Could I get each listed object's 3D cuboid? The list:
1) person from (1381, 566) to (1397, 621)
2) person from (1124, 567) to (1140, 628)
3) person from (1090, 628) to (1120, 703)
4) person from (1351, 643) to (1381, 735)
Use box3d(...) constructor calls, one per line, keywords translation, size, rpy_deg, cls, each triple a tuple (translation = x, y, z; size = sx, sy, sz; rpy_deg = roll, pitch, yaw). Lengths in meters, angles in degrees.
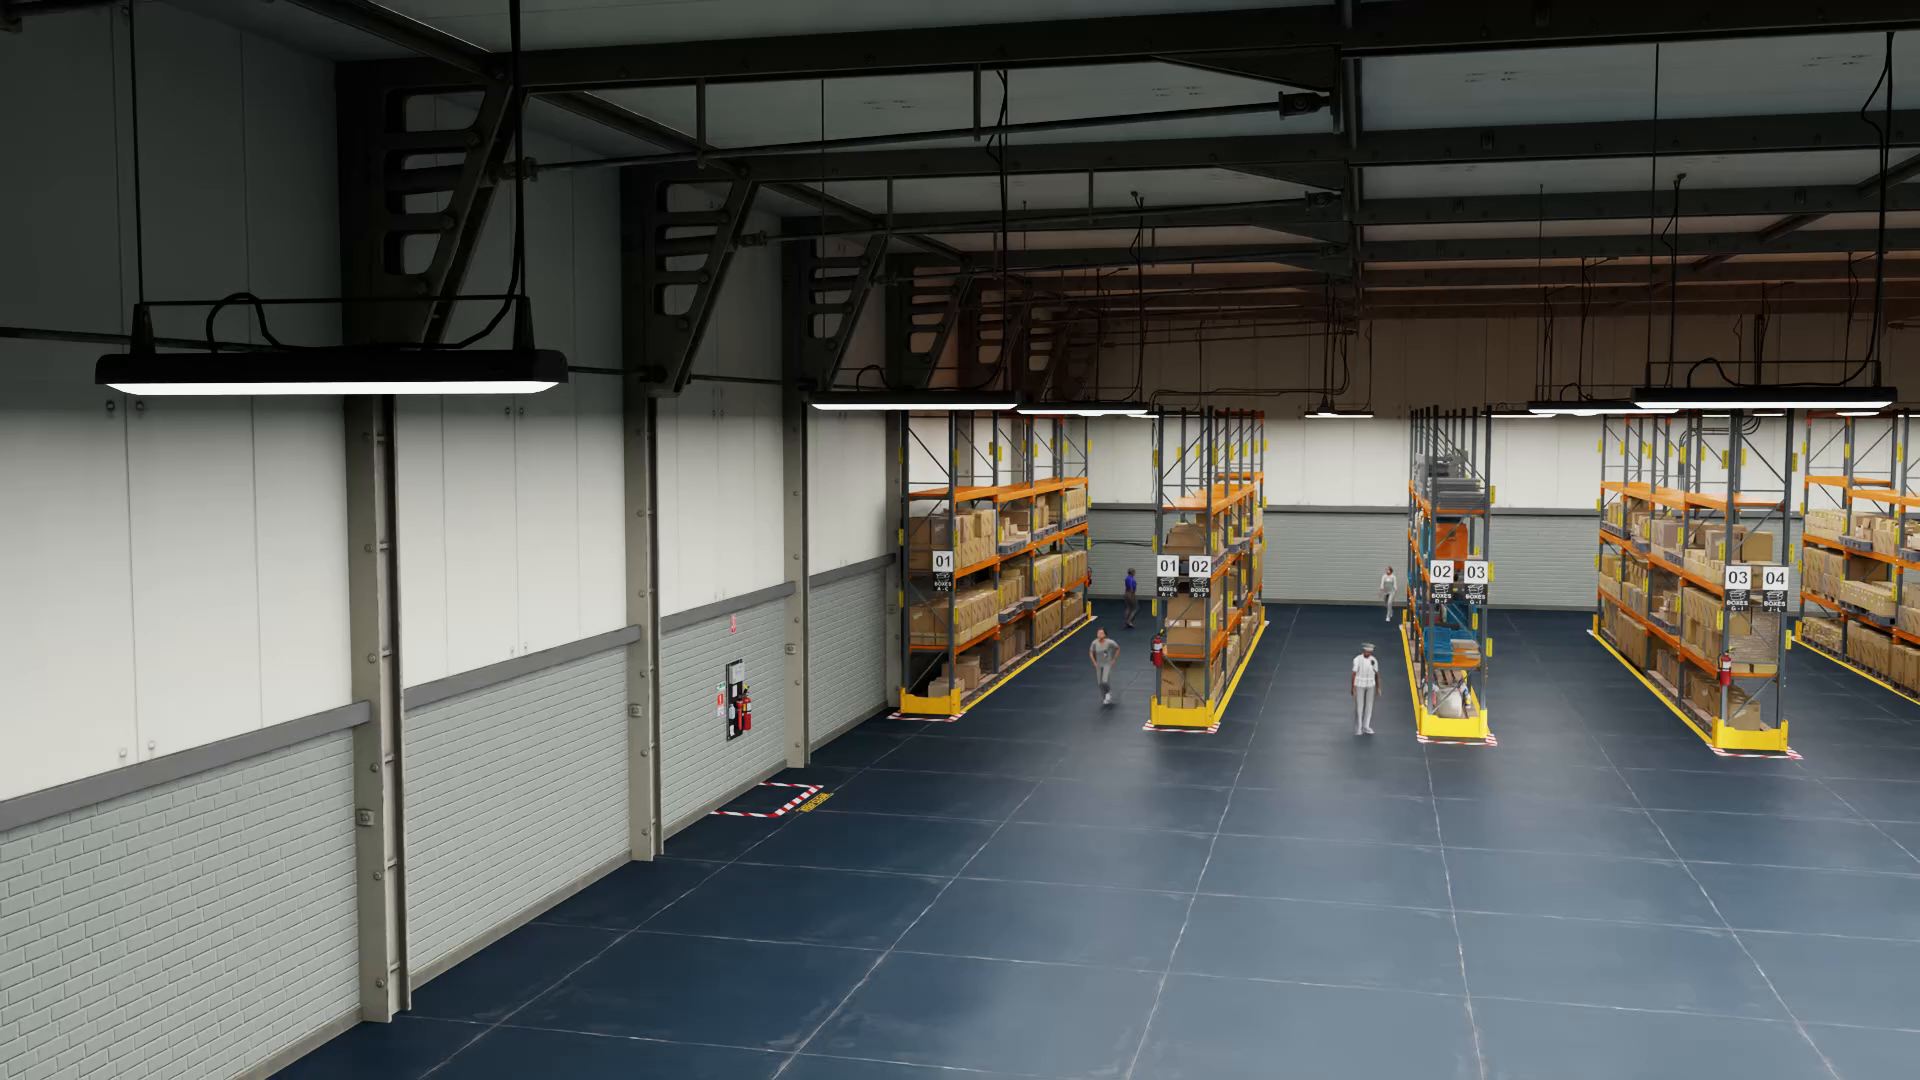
box3d(translation=(12.274, 1.516, 47.572), size=(0.430, 1.551, 0.874), rpy_deg=(3, 5, 31), cls="person")
box3d(translation=(4.740, 1.598, 46.125), size=(0.381, 1.676, 0.506), rpy_deg=(-1, 4, -19), cls="person")
box3d(translation=(2.929, 2.531, 33.512), size=(0.596, 1.583, 0.700), rpy_deg=(2, 4, 22), cls="person")
box3d(translation=(7.410, 2.745, 30.382), size=(0.512, 1.745, 0.369), rpy_deg=(0, 4, -5), cls="person")
